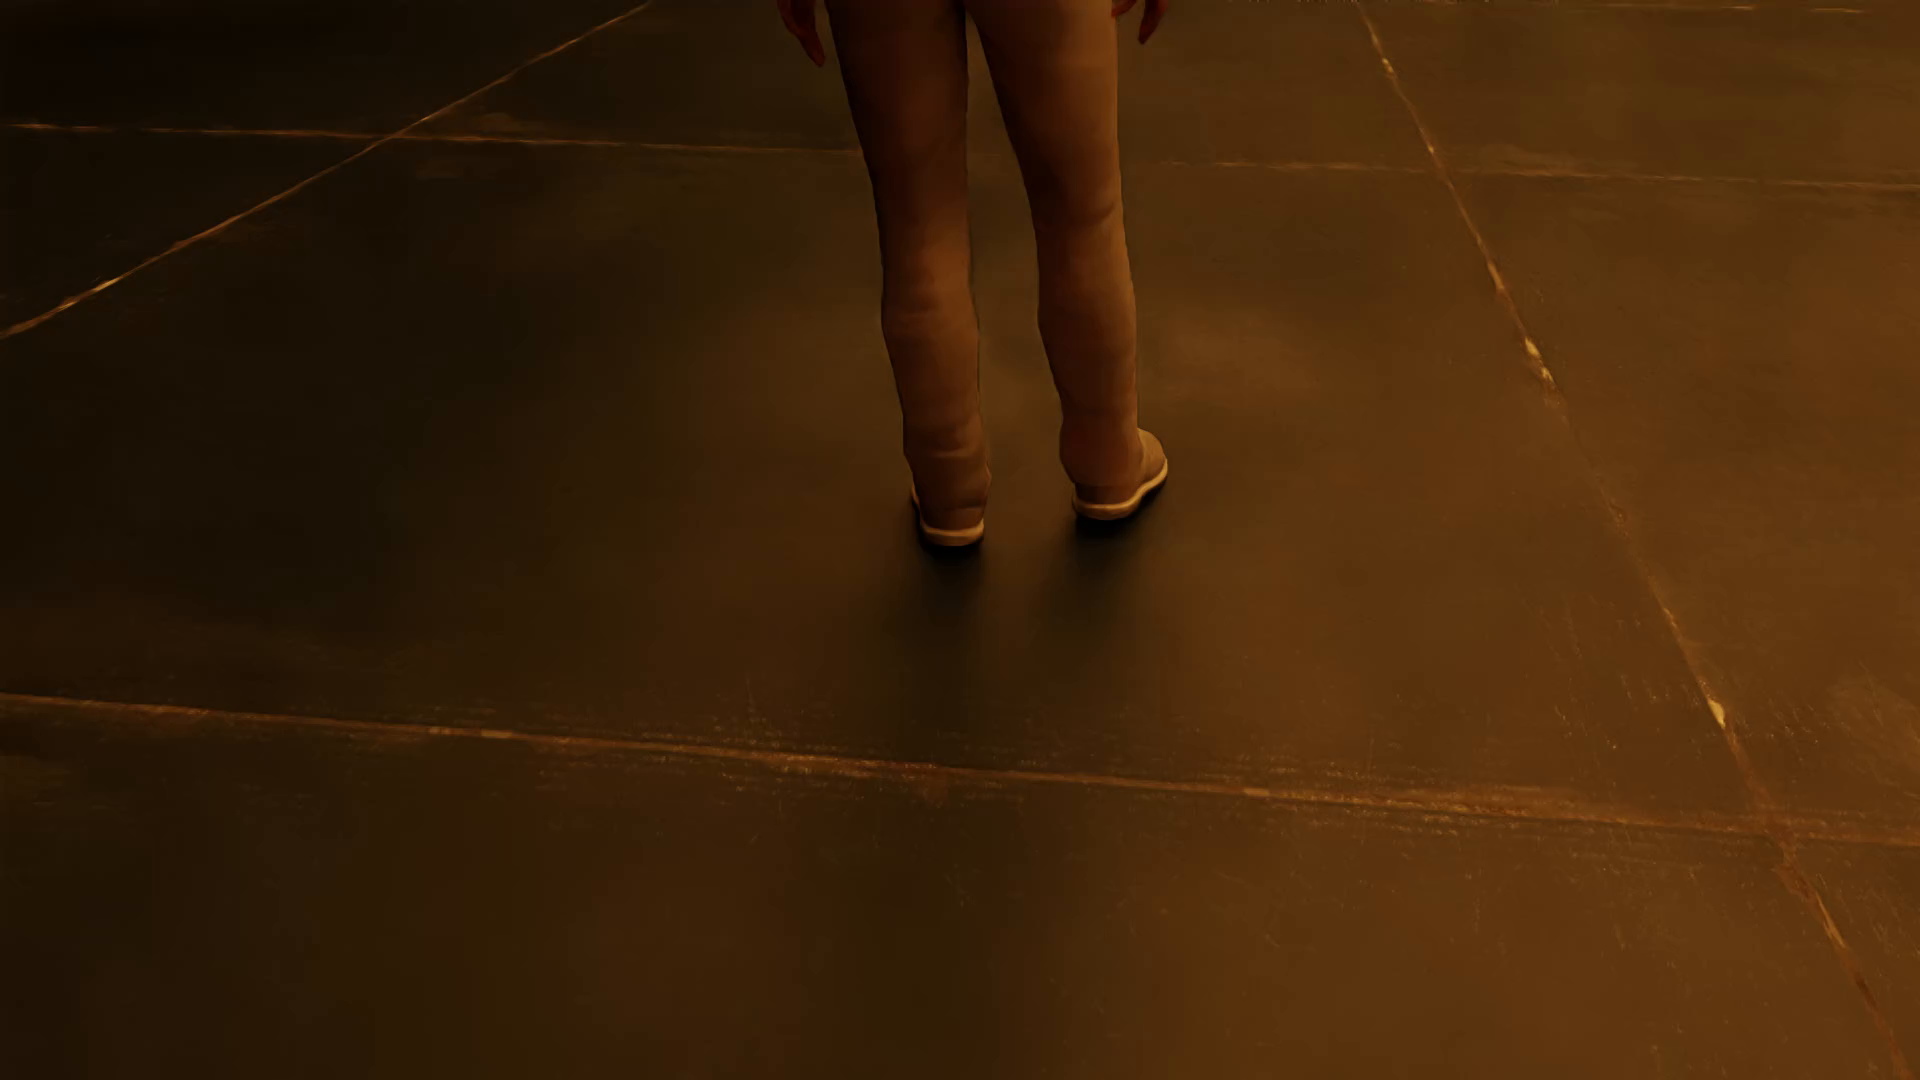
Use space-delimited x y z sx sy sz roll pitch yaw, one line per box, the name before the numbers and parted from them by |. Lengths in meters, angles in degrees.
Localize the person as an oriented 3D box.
person | 0.029 -0.797 2.182 0.570 1.695 0.529 3 27 7
